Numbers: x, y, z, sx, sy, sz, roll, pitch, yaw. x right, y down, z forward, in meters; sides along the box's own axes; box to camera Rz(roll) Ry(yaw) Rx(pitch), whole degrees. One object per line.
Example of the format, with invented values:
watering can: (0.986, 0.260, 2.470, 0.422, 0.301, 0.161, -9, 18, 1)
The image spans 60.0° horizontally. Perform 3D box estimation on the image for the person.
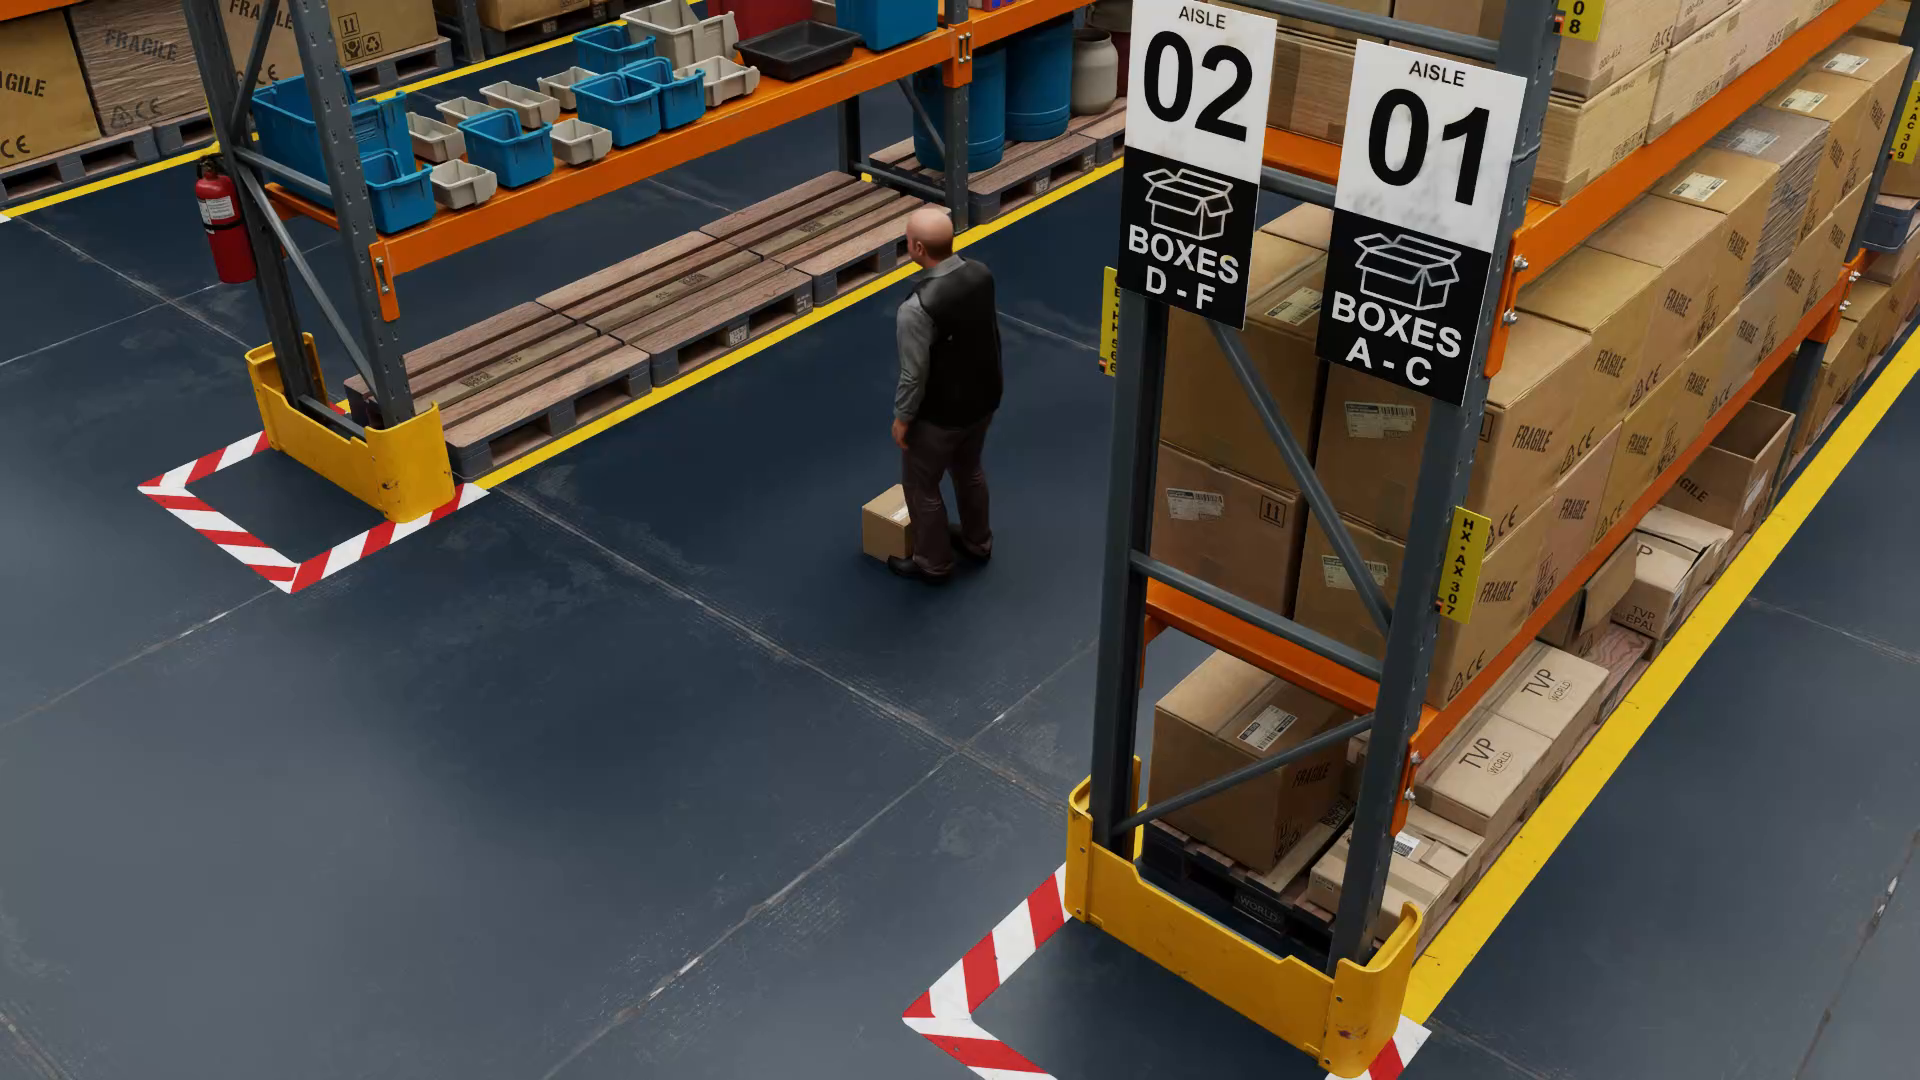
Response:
person: (-0.059, -0.574, 6.991, 0.462, 1.721, 0.581, 26, 42, 32)
